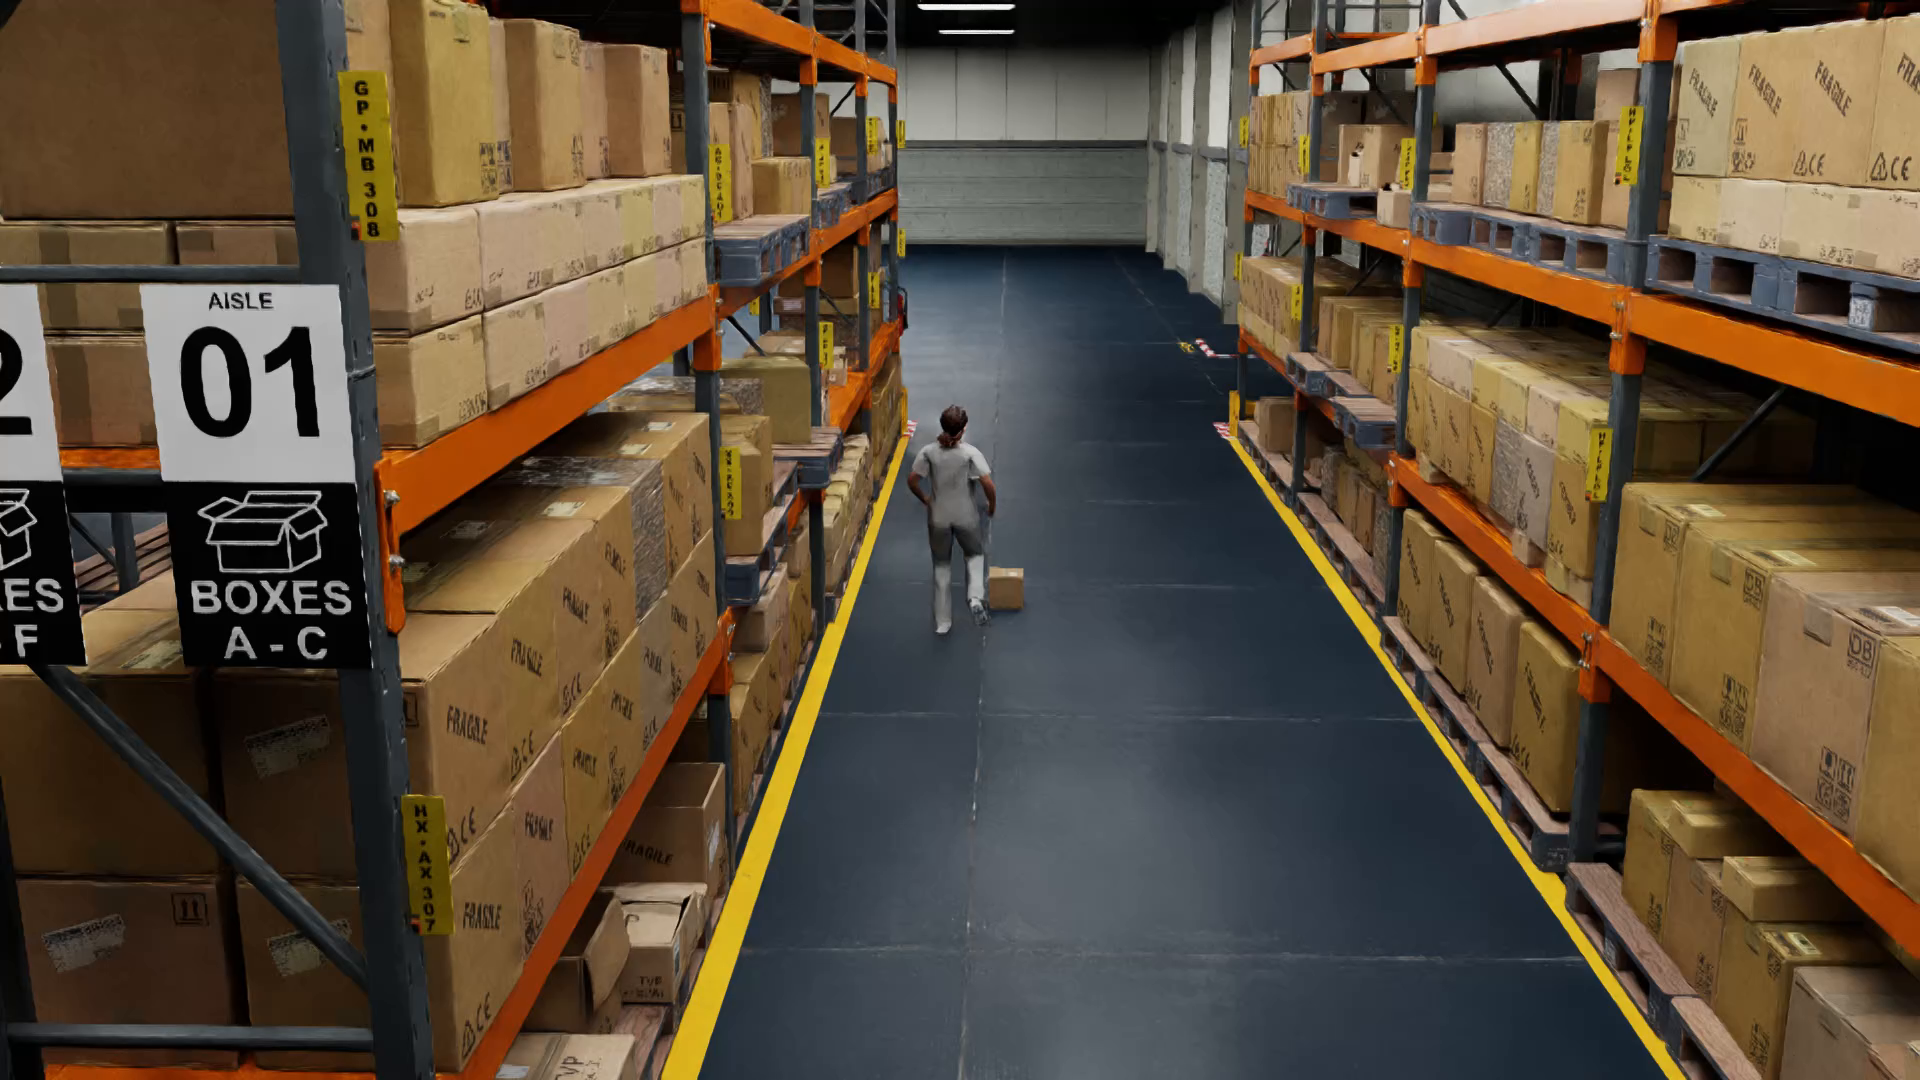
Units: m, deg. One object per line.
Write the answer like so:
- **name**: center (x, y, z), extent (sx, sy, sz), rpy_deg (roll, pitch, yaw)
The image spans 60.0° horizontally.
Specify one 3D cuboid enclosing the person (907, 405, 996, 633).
- **person**: center (-0.051, -0.150, 11.689), extent (0.624, 1.641, 0.473), rpy_deg (1, 14, 5)
